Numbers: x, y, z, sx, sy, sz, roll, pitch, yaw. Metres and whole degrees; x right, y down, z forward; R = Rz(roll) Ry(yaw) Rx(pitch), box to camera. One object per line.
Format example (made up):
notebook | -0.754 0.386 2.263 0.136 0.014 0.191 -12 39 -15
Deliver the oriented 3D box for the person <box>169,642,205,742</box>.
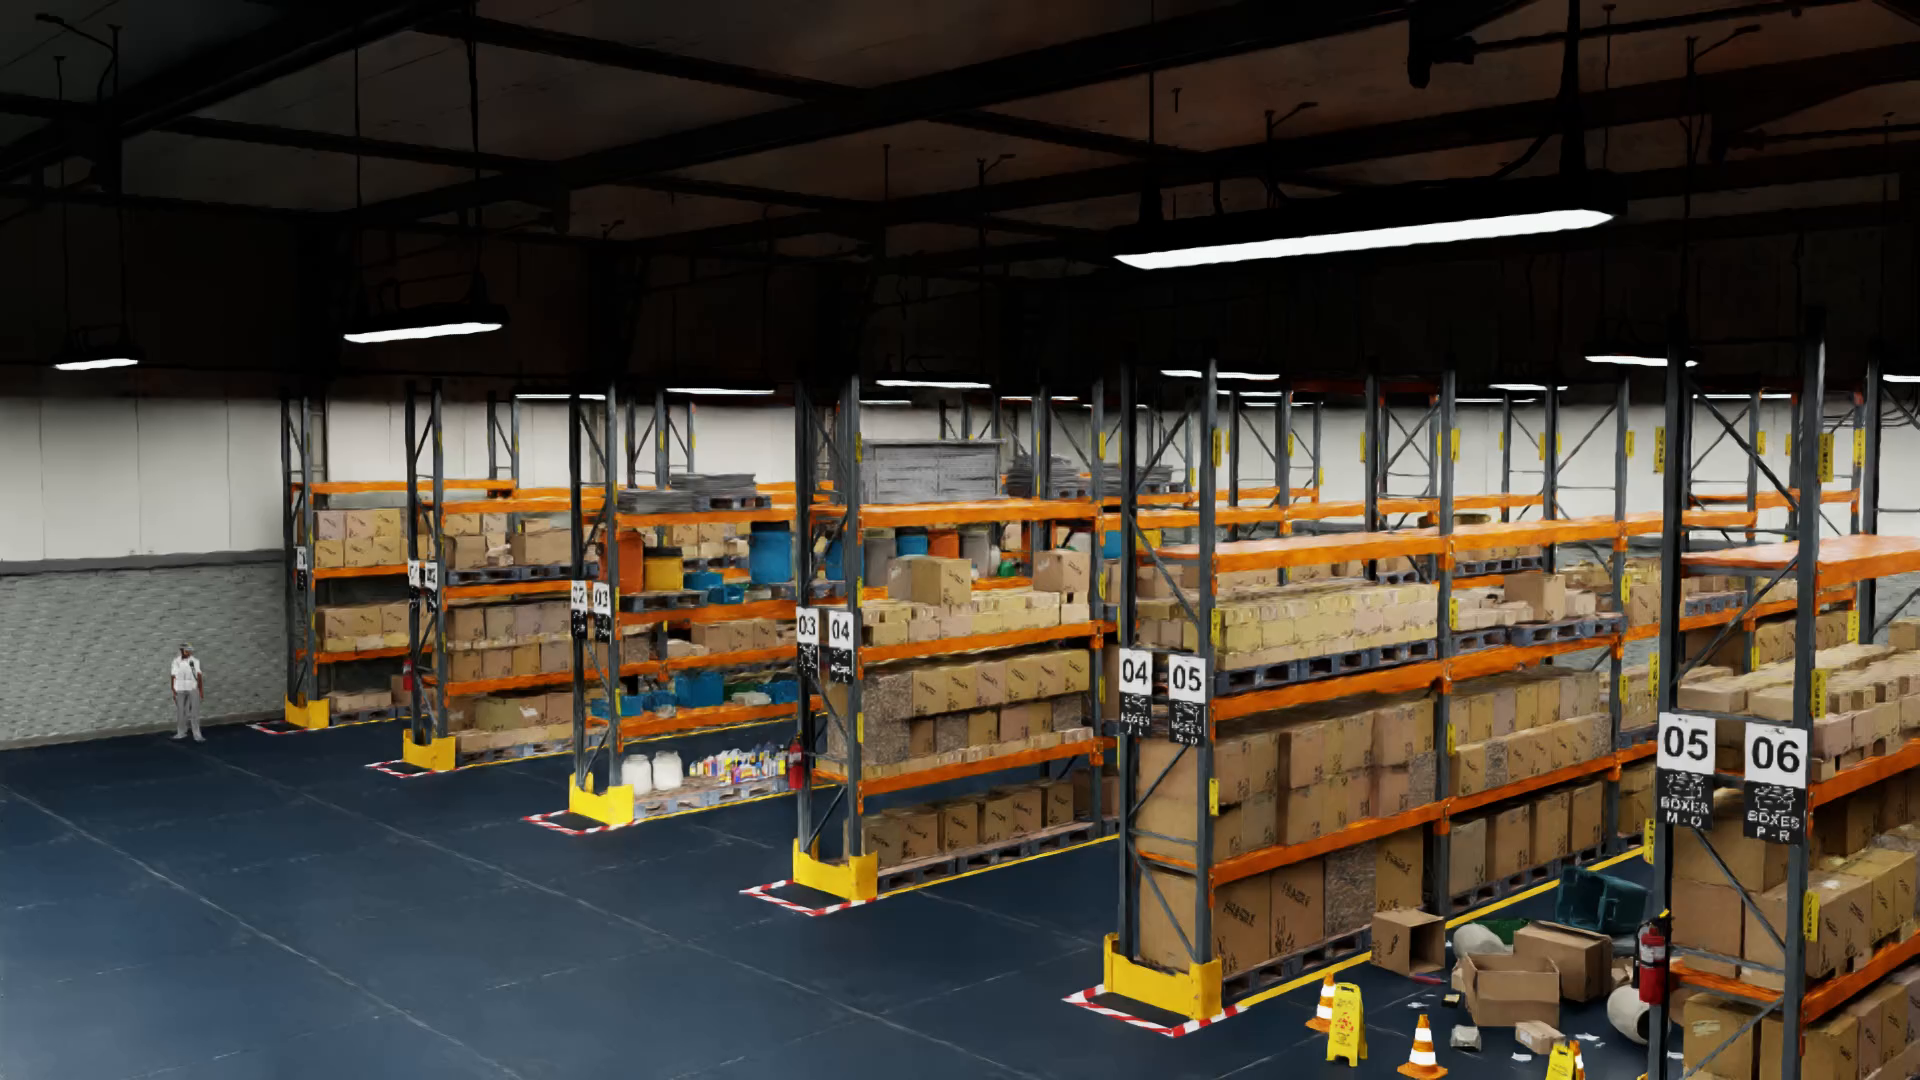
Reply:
person | -13.023 2.540 27.984 0.587 1.677 0.469 -1 4 -17

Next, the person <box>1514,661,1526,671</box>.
person | 8.984 2.685 26.570 0.625 1.581 0.510 4 5 44
